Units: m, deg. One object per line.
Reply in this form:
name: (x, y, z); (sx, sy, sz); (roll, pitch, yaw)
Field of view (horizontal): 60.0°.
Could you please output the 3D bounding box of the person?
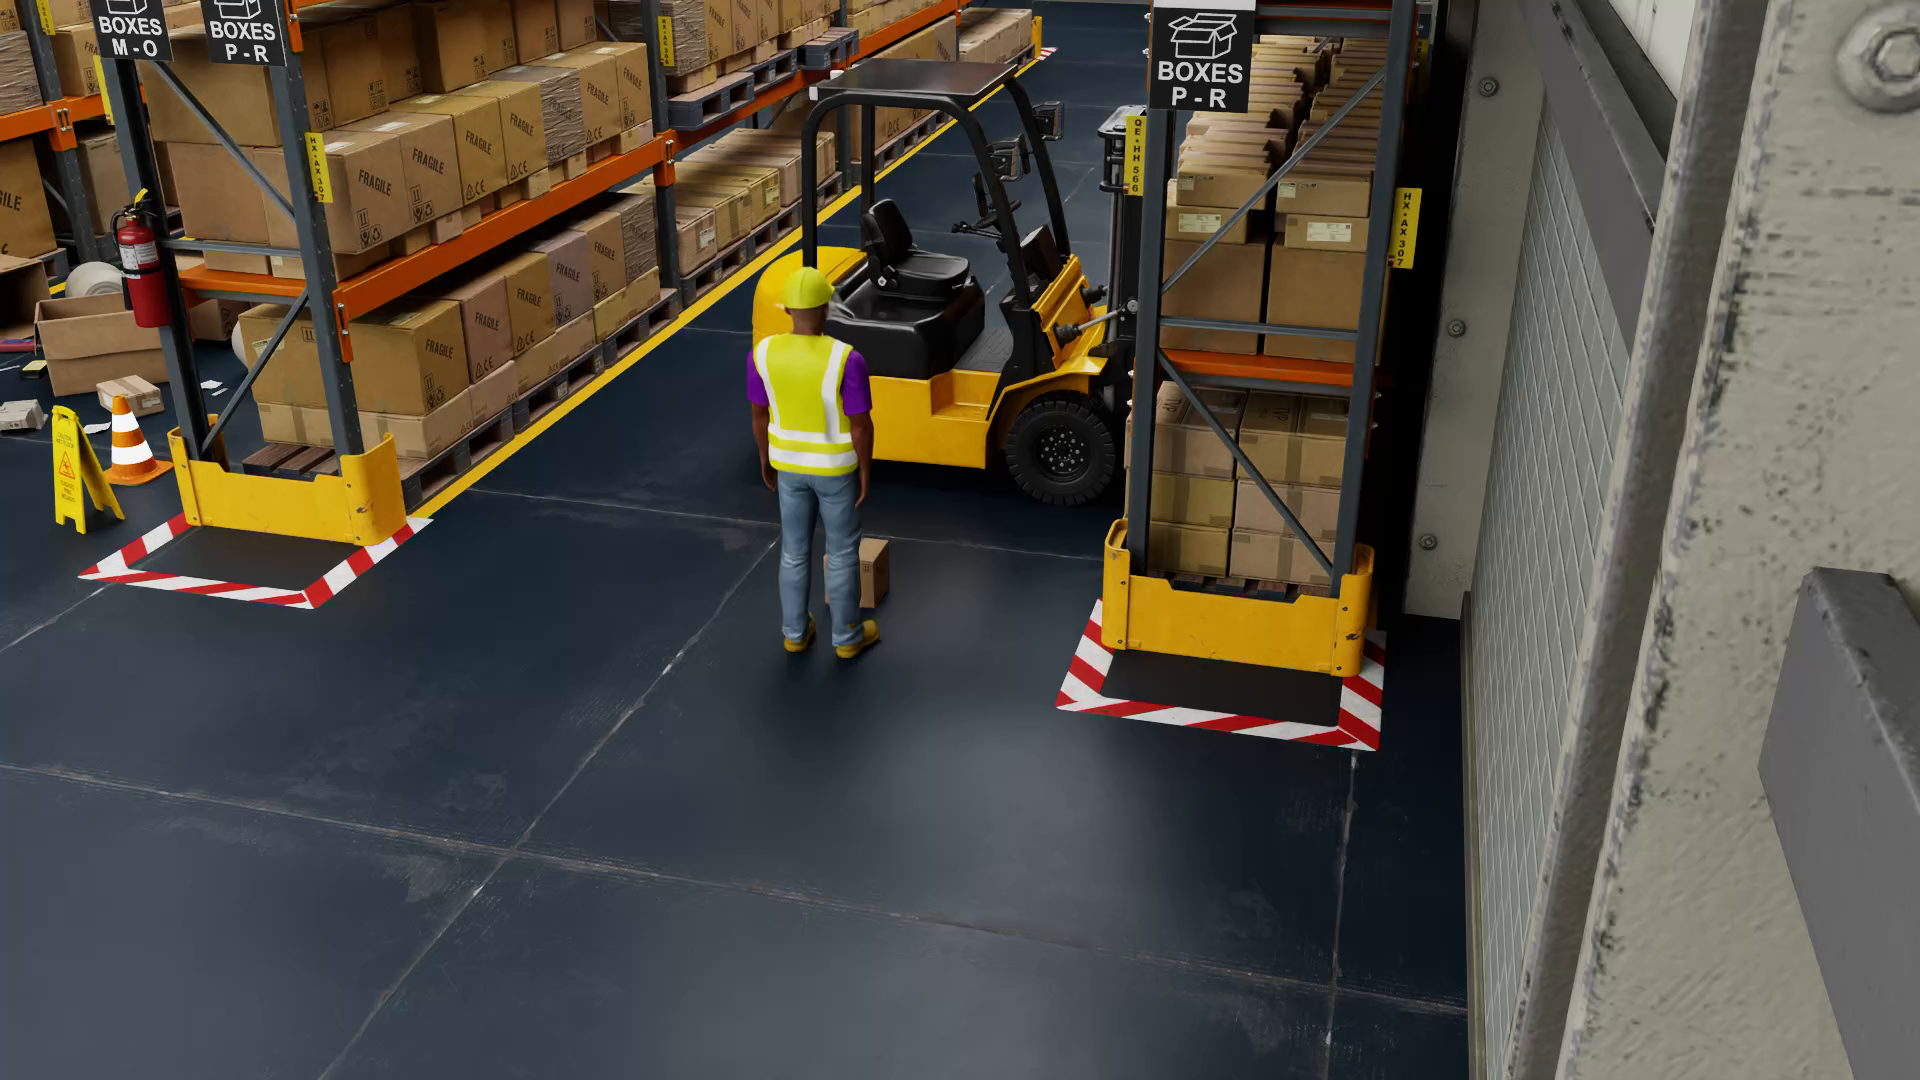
person: (-0.616, -0.329, 7.271); (0.455, 1.765, 0.352); (7, 26, 15)
